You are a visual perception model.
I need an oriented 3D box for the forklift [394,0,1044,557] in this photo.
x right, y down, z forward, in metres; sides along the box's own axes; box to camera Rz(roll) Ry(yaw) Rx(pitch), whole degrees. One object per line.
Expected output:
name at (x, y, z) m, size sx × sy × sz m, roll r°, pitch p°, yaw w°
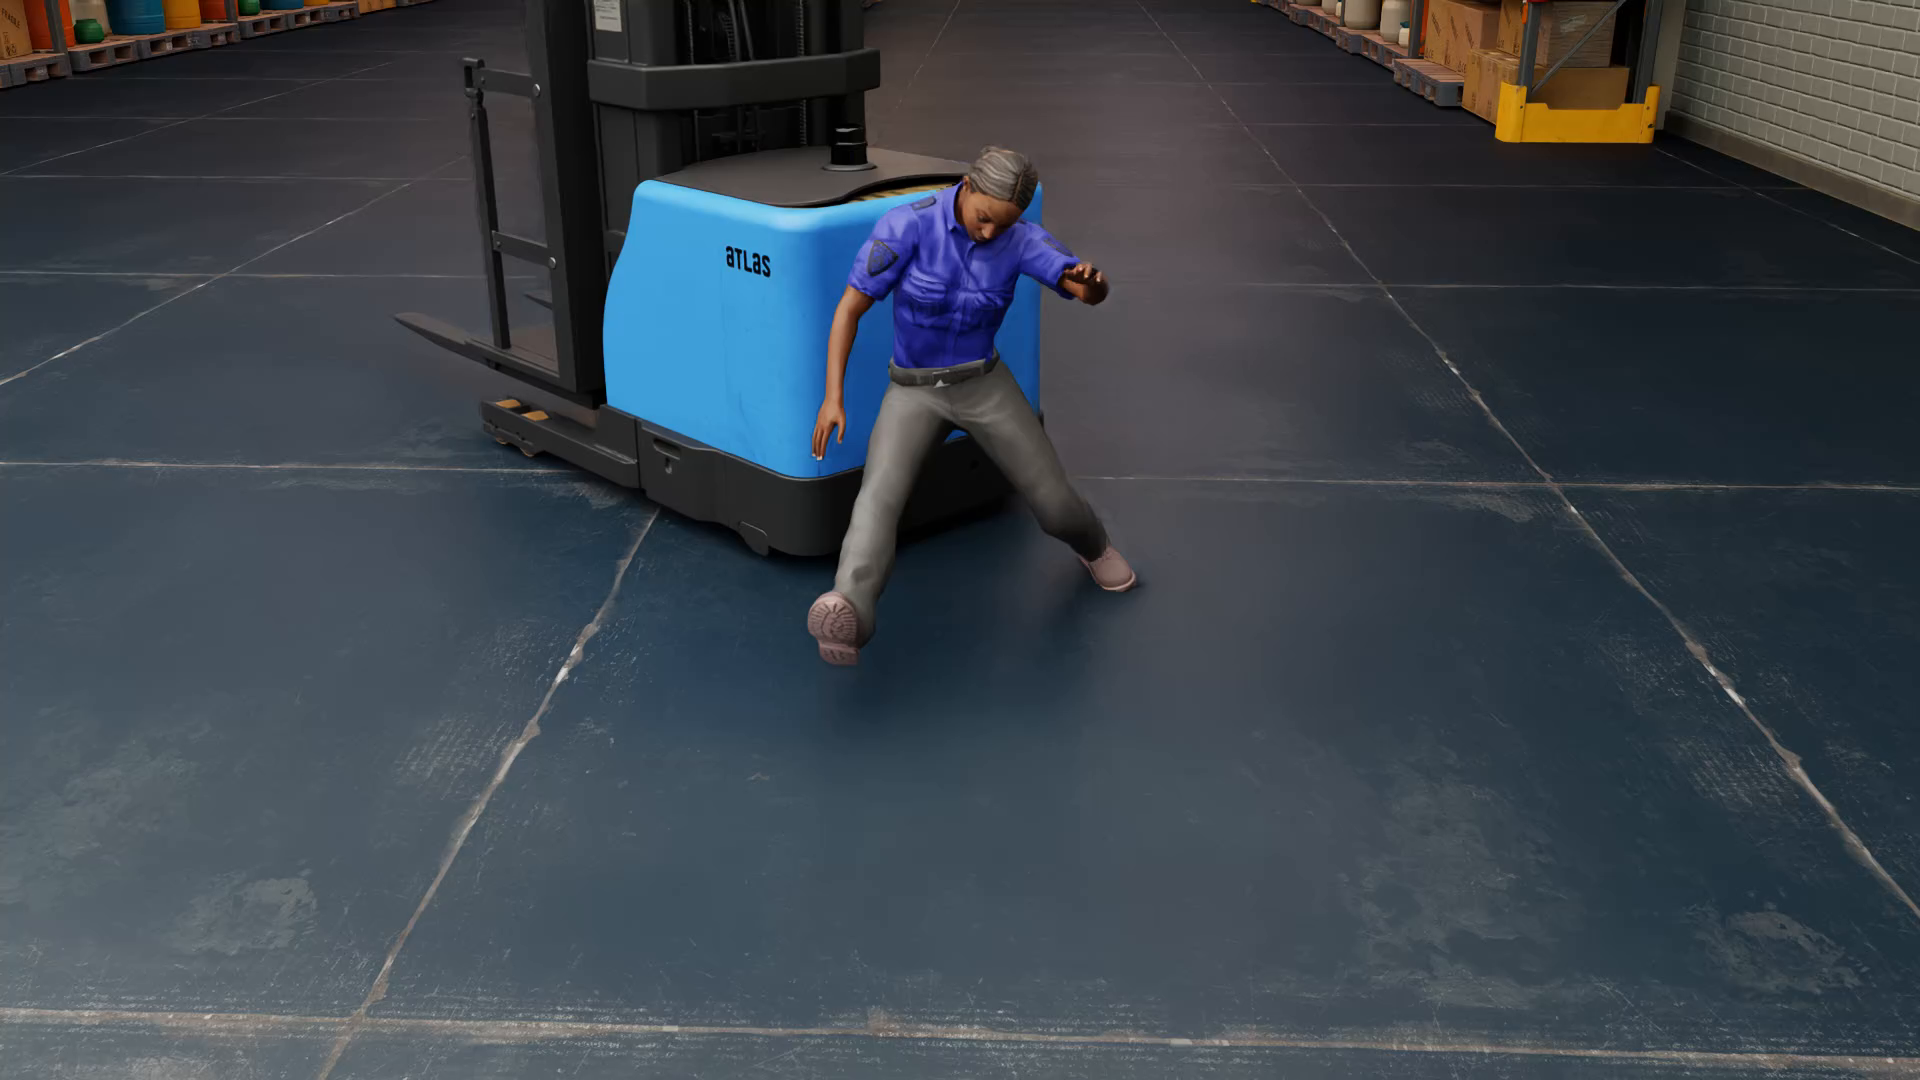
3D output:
forklift at (-1.099, -1.771, 5.694) m, size 1.130 × 2.935 × 3.031 m, roll -19°, pitch 29°, yaw -39°

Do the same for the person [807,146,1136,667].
person at (0.070, -0.323, 4.293) m, size 0.972 × 1.317 × 1.126 m, roll -2°, pitch 22°, yaw -6°
